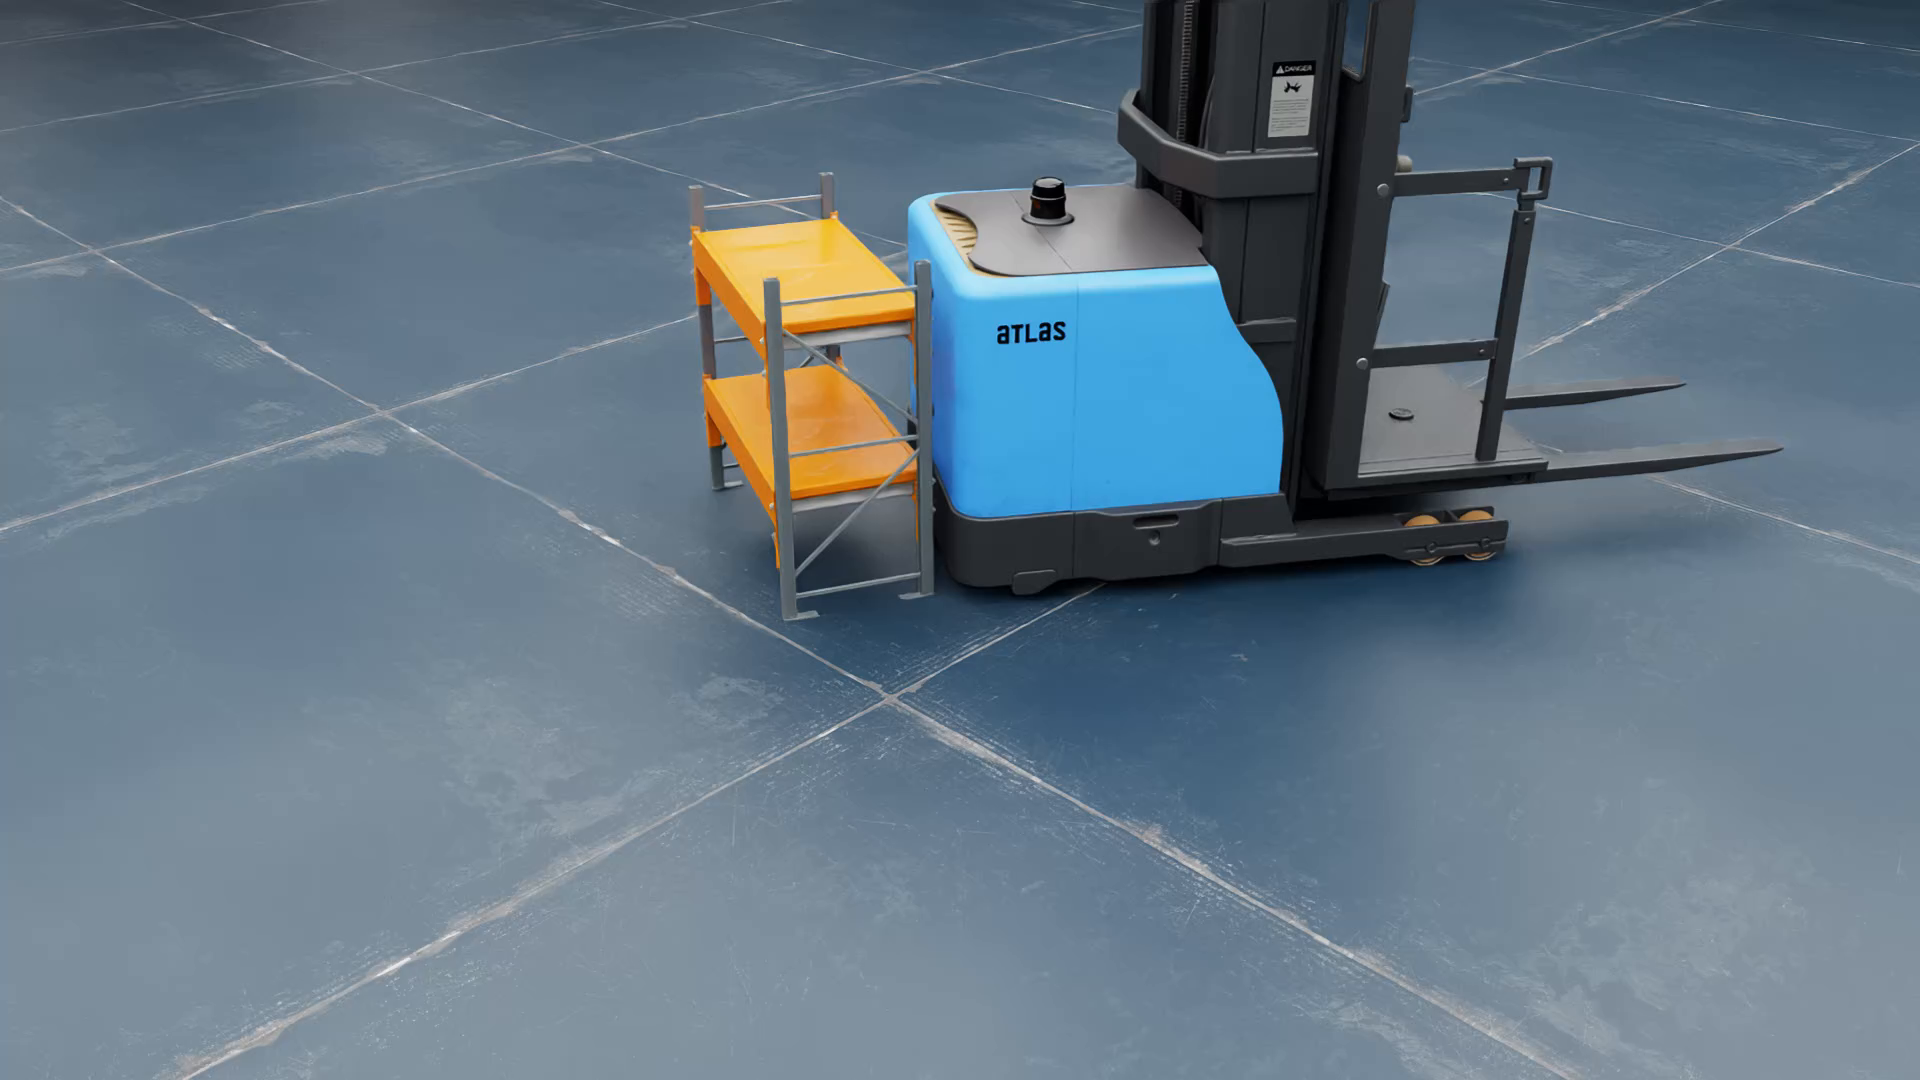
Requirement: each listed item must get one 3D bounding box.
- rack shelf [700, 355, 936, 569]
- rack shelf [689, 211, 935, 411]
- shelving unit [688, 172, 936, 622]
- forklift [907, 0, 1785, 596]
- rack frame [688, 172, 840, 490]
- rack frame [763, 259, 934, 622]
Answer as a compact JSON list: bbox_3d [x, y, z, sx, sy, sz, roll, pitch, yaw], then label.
[{"bbox_3d":[-0.500,-0.290,5.618,0.538,0.278,1.000,-10,29,-18],"label":"rack shelf"},{"bbox_3d":[-0.500,-0.765,5.368,0.538,0.278,1.000,-10,29,-18],"label":"rack shelf"},{"bbox_3d":[-0.500,-0.506,5.504,0.538,1.125,1.048,-10,29,-18],"label":"shelving unit"},{"bbox_3d":[1.377,-1.447,5.352,3.031,2.935,1.130,-5,28,-10],"label":"forklift"},{"bbox_3d":[-0.675,-0.728,5.926,0.500,1.125,0.032,-10,29,-18],"label":"rack frame"},{"bbox_3d":[-0.325,-0.284,5.081,0.500,1.125,0.032,-10,29,-18],"label":"rack frame"}]
